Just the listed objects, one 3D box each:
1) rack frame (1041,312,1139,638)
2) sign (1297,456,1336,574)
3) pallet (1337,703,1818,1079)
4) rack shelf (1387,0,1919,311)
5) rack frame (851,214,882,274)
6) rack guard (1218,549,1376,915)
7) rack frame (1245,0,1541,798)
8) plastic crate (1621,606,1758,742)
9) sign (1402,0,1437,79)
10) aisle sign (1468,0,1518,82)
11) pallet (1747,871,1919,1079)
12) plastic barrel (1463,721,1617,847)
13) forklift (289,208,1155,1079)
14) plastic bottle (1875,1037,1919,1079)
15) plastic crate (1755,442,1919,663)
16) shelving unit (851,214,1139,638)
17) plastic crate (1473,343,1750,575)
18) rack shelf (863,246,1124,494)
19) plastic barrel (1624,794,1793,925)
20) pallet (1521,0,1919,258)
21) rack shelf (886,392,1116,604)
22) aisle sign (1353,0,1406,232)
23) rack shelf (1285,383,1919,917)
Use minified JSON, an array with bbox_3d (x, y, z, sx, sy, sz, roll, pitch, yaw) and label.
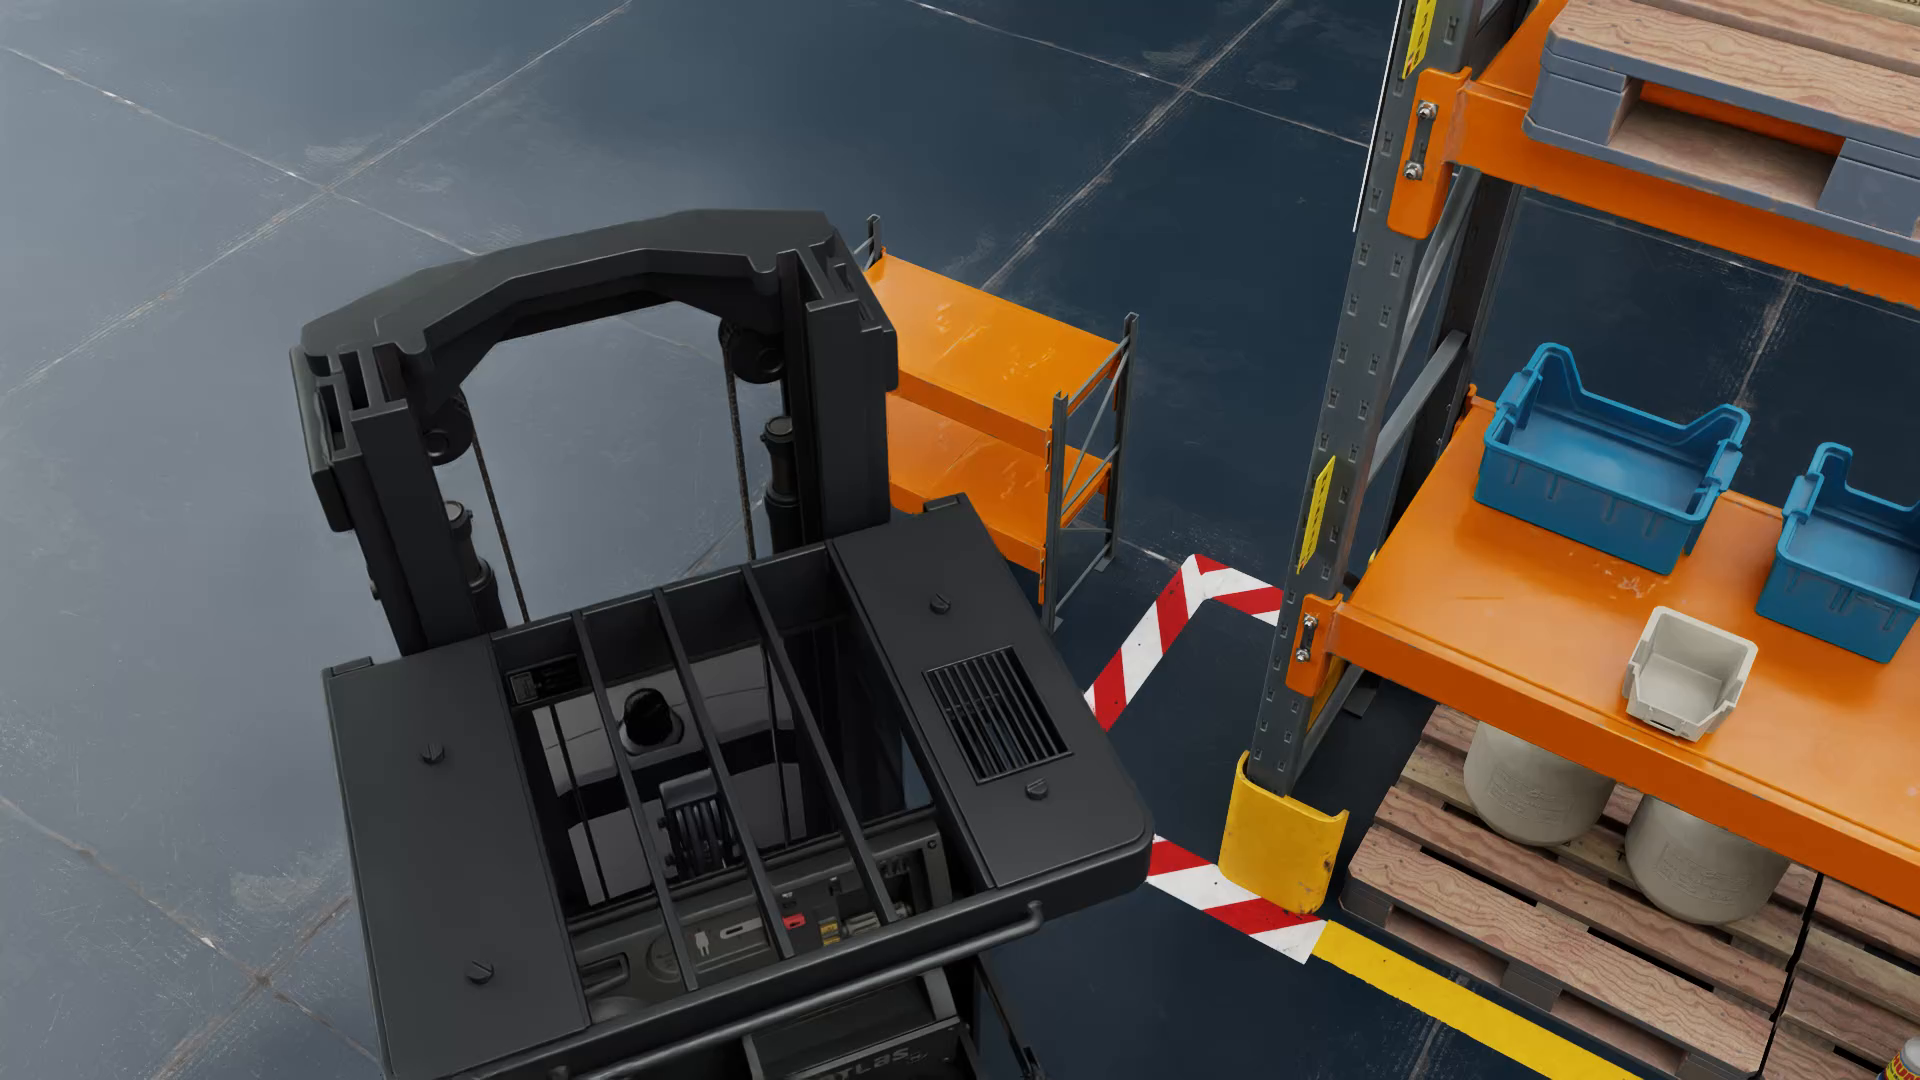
[{"bbox_3d":[0.434,-0.193,5.653,0.032,1.125,0.500,25,51,22],"label":"rack frame"},{"bbox_3d":[0.860,-0.057,4.021,0.005,0.325,0.100,25,51,22],"label":"sign"},{"bbox_3d":[1.931,0.999,5.132,1.213,0.211,1.003,25,51,22],"label":"pallet"},{"bbox_3d":[2.845,-0.312,2.871,4.000,0.370,1.077,25,51,22],"label":"rack shelf"},{"bbox_3d":[-0.422,-0.586,6.035,0.032,1.125,0.500,25,51,22],"label":"rack frame"},{"bbox_3d":[1.250,0.581,5.337,0.348,0.500,1.175,25,51,22],"label":"rack guard"},{"bbox_3d":[1.161,-0.291,4.442,0.127,3.000,1.000,25,51,22],"label":"rack frame"},{"bbox_3d":[1.741,0.341,4.011,0.250,0.136,0.298,25,51,22],"label":"plastic crate"},{"bbox_3d":[0.860,-1.009,3.041,0.005,0.325,0.100,25,51,22],"label":"sign"},{"bbox_3d":[1.261,-1.404,3.711,0.004,0.787,0.394,25,51,22],"label":"aisle sign"},{"bbox_3d":[2.954,1.472,4.672,1.213,0.211,1.003,25,51,22],"label":"pallet"},{"bbox_3d":[1.756,0.638,4.980,0.421,0.512,0.421,0,46,0],"label":"plastic barrel"},{"bbox_3d":[-0.379,0.978,3.256,1.130,2.935,3.031,-16,48,-15],"label":"forklift"},{"bbox_3d":[2.519,1.396,4.397,0.097,0.271,0.097,0,46,0],"label":"plastic bottle"},{"bbox_3d":[2.287,0.029,4.234,0.408,0.251,0.499,25,51,22],"label":"plastic crate"},{"bbox_3d":[0.006,-0.389,5.844,1.048,1.125,0.538,25,51,22],"label":"shelving unit"},{"bbox_3d":[1.744,-0.226,4.482,0.616,0.251,0.499,25,51,22],"label":"plastic crate"},{"bbox_3d":[0.006,-0.593,5.634,1.000,0.278,0.538,25,51,22],"label":"rack shelf"},{"bbox_3d":[2.178,0.832,4.792,0.421,0.512,0.421,0,46,0],"label":"plastic barrel"},{"bbox_3d":[1.805,-0.891,3.065,1.213,0.211,1.003,25,51,22],"label":"pallet"},{"bbox_3d":[0.006,-0.219,6.019,1.000,0.278,0.538,25,51,22],"label":"rack shelf"},{"bbox_3d":[0.942,-1.048,3.364,0.004,0.787,0.394,25,51,22],"label":"aisle sign"},{"bbox_3d":[2.845,0.734,3.947,4.000,0.370,1.077,25,51,22],"label":"rack shelf"}]
